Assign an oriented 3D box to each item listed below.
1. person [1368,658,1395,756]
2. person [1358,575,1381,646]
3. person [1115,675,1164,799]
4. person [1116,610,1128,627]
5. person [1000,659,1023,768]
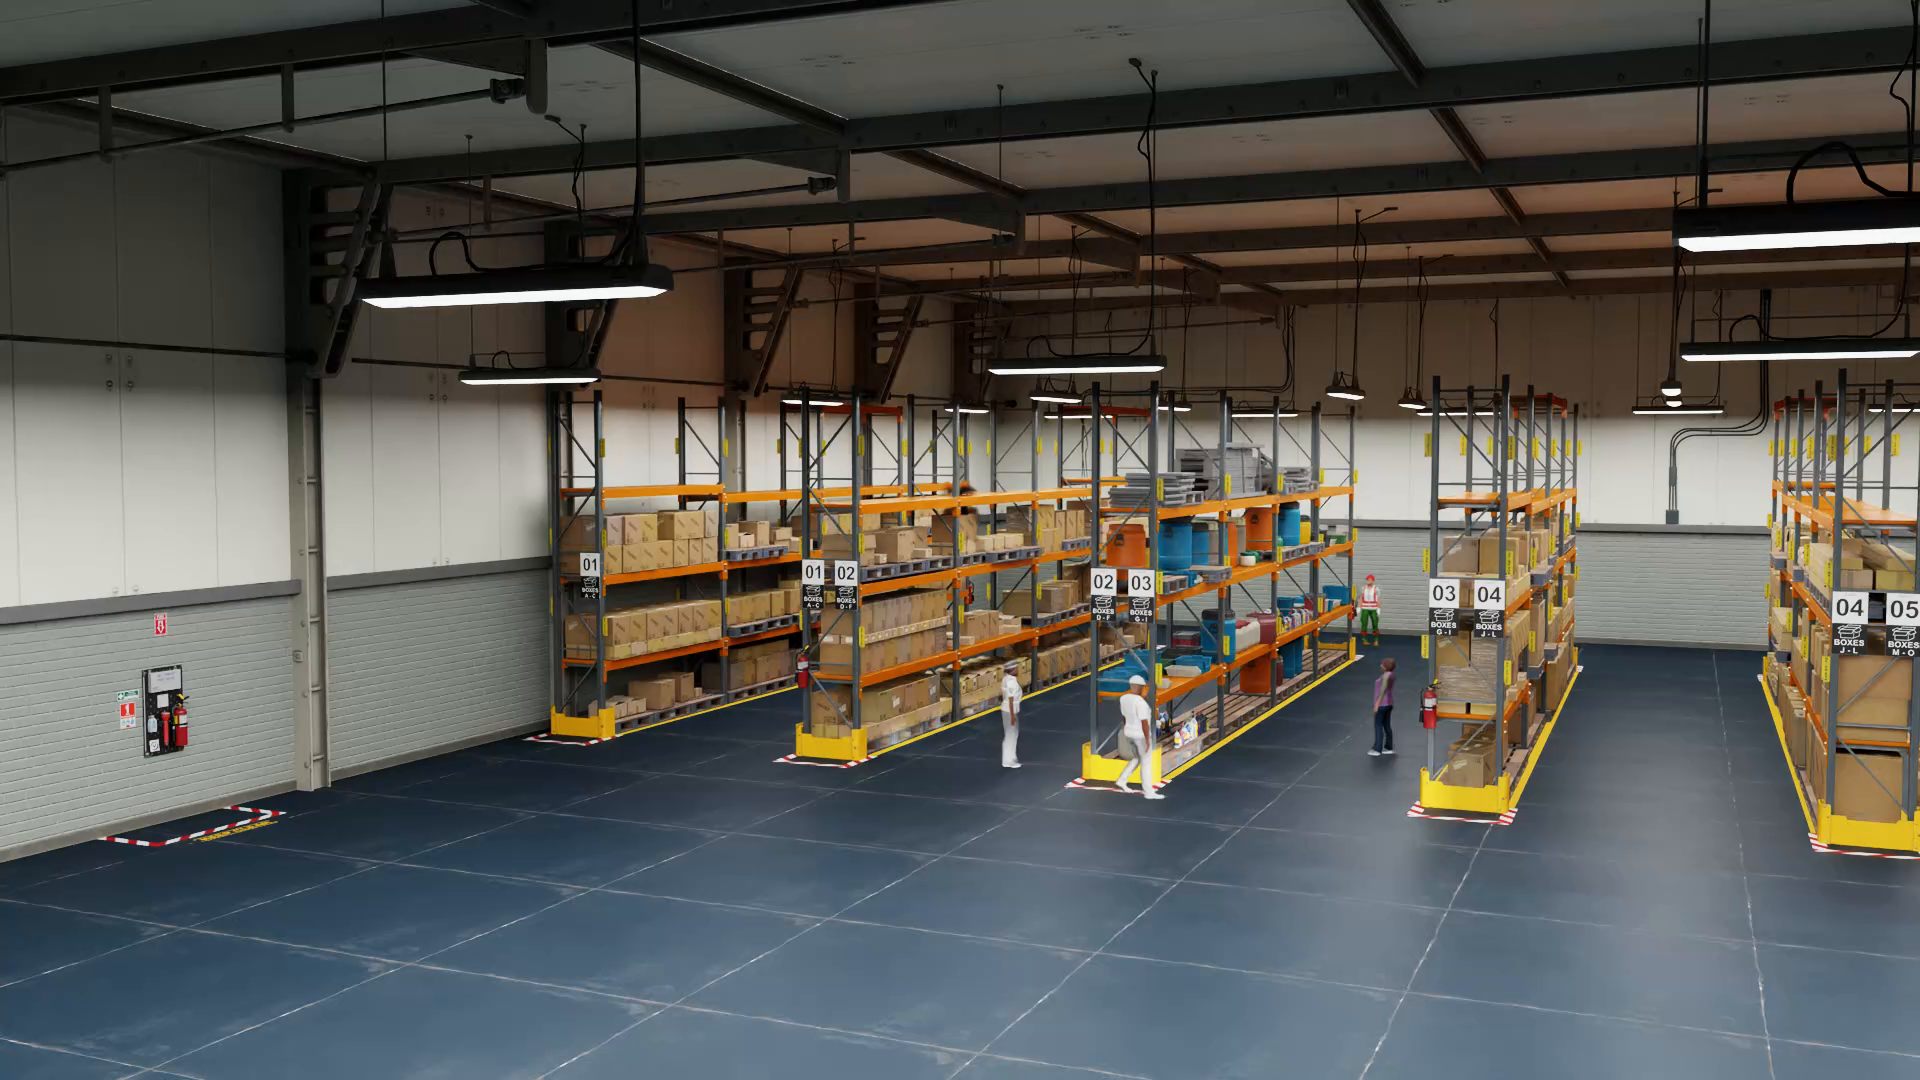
[{"bbox_3d":[6.877,2.711,27.086,0.371,1.601,0.478,3,4,42],"label":"person"},{"bbox_3d":[10.393,1.785,42.218,0.560,1.810,0.456,0,3,3],"label":"person"},{"bbox_3d":[2.579,2.815,23.811,0.600,1.776,0.630,-2,4,-28],"label":"person"},{"bbox_3d":[4.462,1.668,44.306,0.585,1.743,0.647,-2,3,-25],"label":"person"},{"bbox_3d":[0.832,2.743,26.124,0.398,1.729,0.508,0,3,-3],"label":"person"}]
